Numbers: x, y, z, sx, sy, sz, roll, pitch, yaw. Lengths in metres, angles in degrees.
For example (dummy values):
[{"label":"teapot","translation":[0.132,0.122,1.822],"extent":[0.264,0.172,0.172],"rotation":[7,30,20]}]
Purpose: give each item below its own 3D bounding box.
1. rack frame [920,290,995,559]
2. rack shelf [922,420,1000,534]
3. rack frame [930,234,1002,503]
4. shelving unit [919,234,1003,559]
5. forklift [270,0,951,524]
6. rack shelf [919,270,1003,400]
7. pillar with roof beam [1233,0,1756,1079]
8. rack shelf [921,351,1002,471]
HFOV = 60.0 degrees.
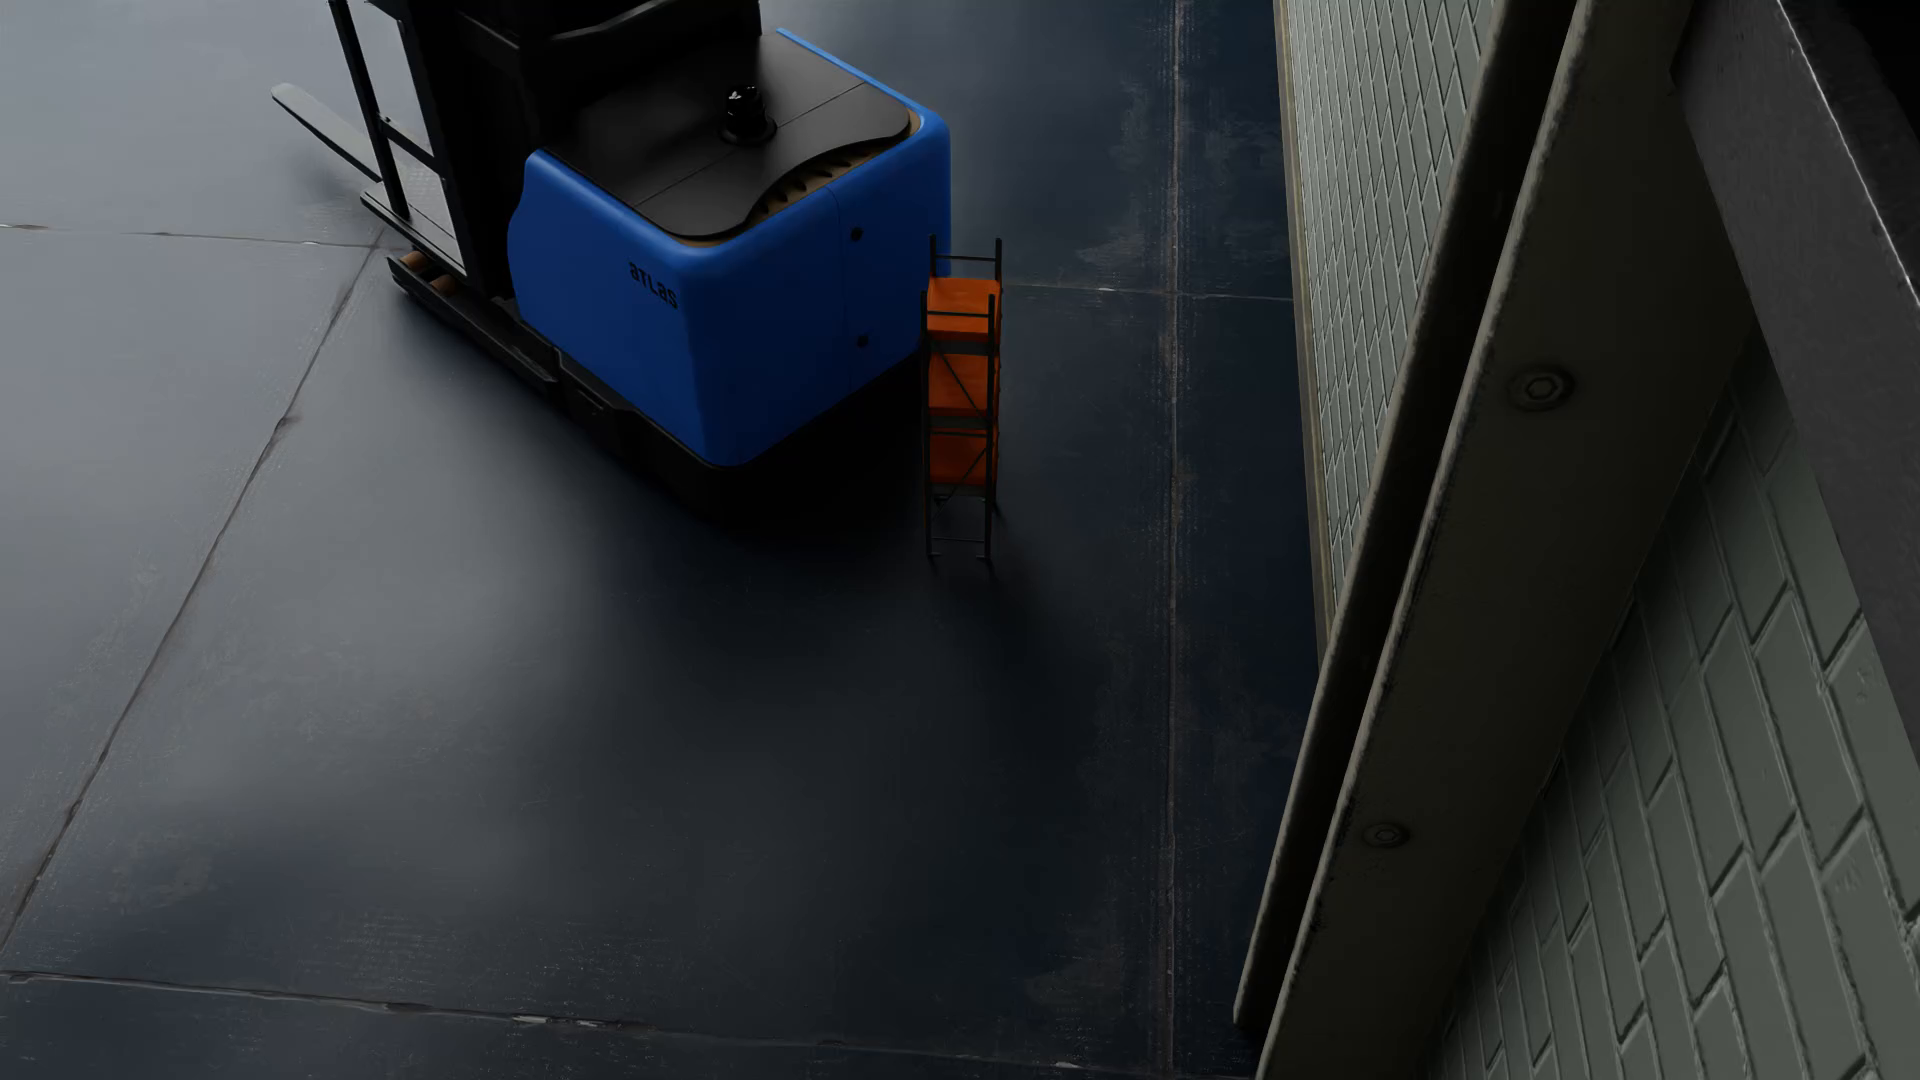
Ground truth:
[{"label":"rack frame","translation":[-0.006,-0.304,4.817],"extent":[0.200,1.050,0.008],"rotation":[4,48,4]},{"label":"rack shelf","translation":[0.005,-0.199,5.111],"extent":[0.215,0.259,0.240],"rotation":[4,48,4]},{"label":"rack frame","translation":[0.016,-0.483,4.981],"extent":[0.200,1.050,0.008],"rotation":[4,48,4]},{"label":"shelving unit","translation":[0.005,-0.394,4.899],"extent":[0.215,1.050,0.252],"rotation":[4,48,4]},{"label":"forklift","translation":[-1.416,-2.015,5.107],"extent":[3.031,2.935,1.130],"rotation":[36,57,28]},{"label":"rack shelf","translation":[0.005,-0.578,4.697],"extent":[0.215,0.259,0.240],"rotation":[4,48,4]},{"label":"pillar with roof beam","translation":[-3.463,-2.003,0.984],"extent":[9.100,9.000,0.400],"rotation":[4,48,4]},{"label":"rack shelf","translation":[0.005,-0.387,4.906],"extent":[0.215,0.259,0.240],"rotation":[4,48,4]}]
